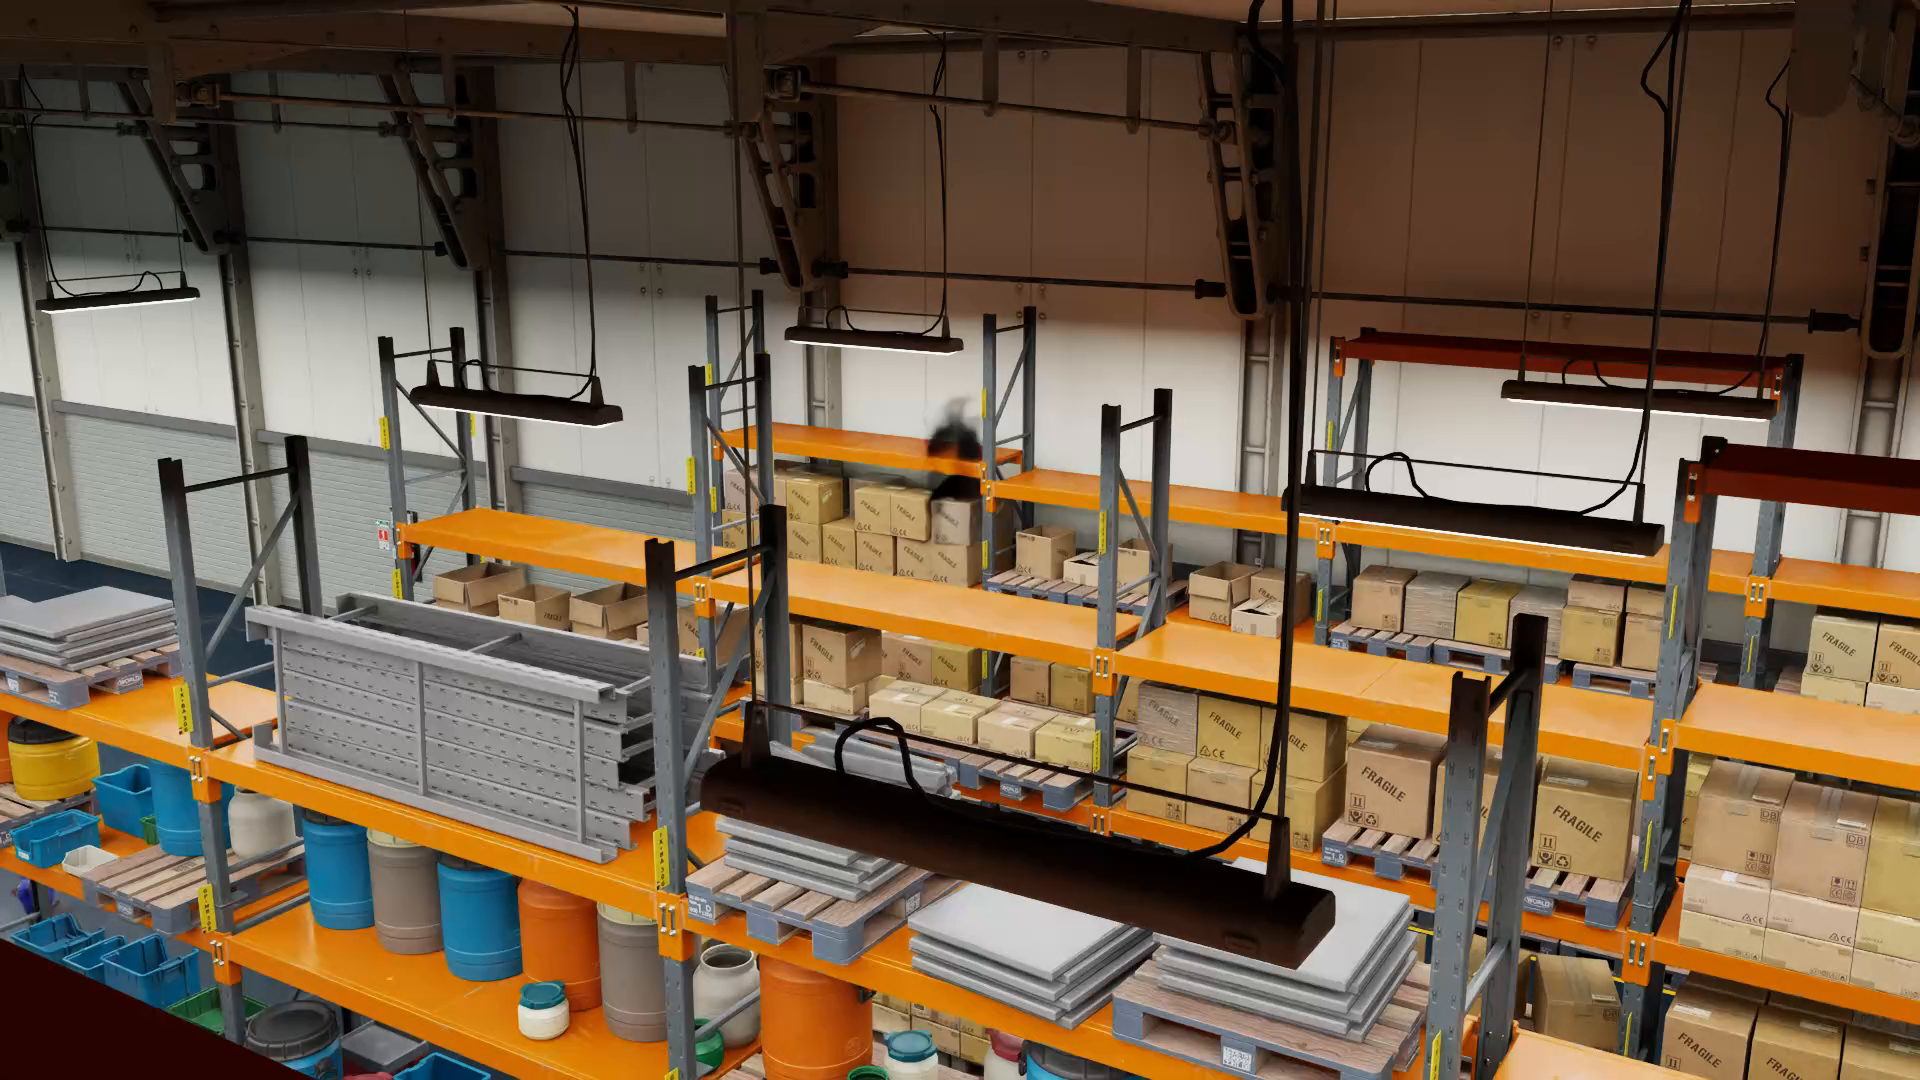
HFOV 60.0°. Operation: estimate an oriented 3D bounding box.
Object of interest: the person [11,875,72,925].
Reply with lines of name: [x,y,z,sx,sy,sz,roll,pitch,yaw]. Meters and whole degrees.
person: [-8.432,3.575,15.399,0.839,1.654,0.614,1,14,6]
